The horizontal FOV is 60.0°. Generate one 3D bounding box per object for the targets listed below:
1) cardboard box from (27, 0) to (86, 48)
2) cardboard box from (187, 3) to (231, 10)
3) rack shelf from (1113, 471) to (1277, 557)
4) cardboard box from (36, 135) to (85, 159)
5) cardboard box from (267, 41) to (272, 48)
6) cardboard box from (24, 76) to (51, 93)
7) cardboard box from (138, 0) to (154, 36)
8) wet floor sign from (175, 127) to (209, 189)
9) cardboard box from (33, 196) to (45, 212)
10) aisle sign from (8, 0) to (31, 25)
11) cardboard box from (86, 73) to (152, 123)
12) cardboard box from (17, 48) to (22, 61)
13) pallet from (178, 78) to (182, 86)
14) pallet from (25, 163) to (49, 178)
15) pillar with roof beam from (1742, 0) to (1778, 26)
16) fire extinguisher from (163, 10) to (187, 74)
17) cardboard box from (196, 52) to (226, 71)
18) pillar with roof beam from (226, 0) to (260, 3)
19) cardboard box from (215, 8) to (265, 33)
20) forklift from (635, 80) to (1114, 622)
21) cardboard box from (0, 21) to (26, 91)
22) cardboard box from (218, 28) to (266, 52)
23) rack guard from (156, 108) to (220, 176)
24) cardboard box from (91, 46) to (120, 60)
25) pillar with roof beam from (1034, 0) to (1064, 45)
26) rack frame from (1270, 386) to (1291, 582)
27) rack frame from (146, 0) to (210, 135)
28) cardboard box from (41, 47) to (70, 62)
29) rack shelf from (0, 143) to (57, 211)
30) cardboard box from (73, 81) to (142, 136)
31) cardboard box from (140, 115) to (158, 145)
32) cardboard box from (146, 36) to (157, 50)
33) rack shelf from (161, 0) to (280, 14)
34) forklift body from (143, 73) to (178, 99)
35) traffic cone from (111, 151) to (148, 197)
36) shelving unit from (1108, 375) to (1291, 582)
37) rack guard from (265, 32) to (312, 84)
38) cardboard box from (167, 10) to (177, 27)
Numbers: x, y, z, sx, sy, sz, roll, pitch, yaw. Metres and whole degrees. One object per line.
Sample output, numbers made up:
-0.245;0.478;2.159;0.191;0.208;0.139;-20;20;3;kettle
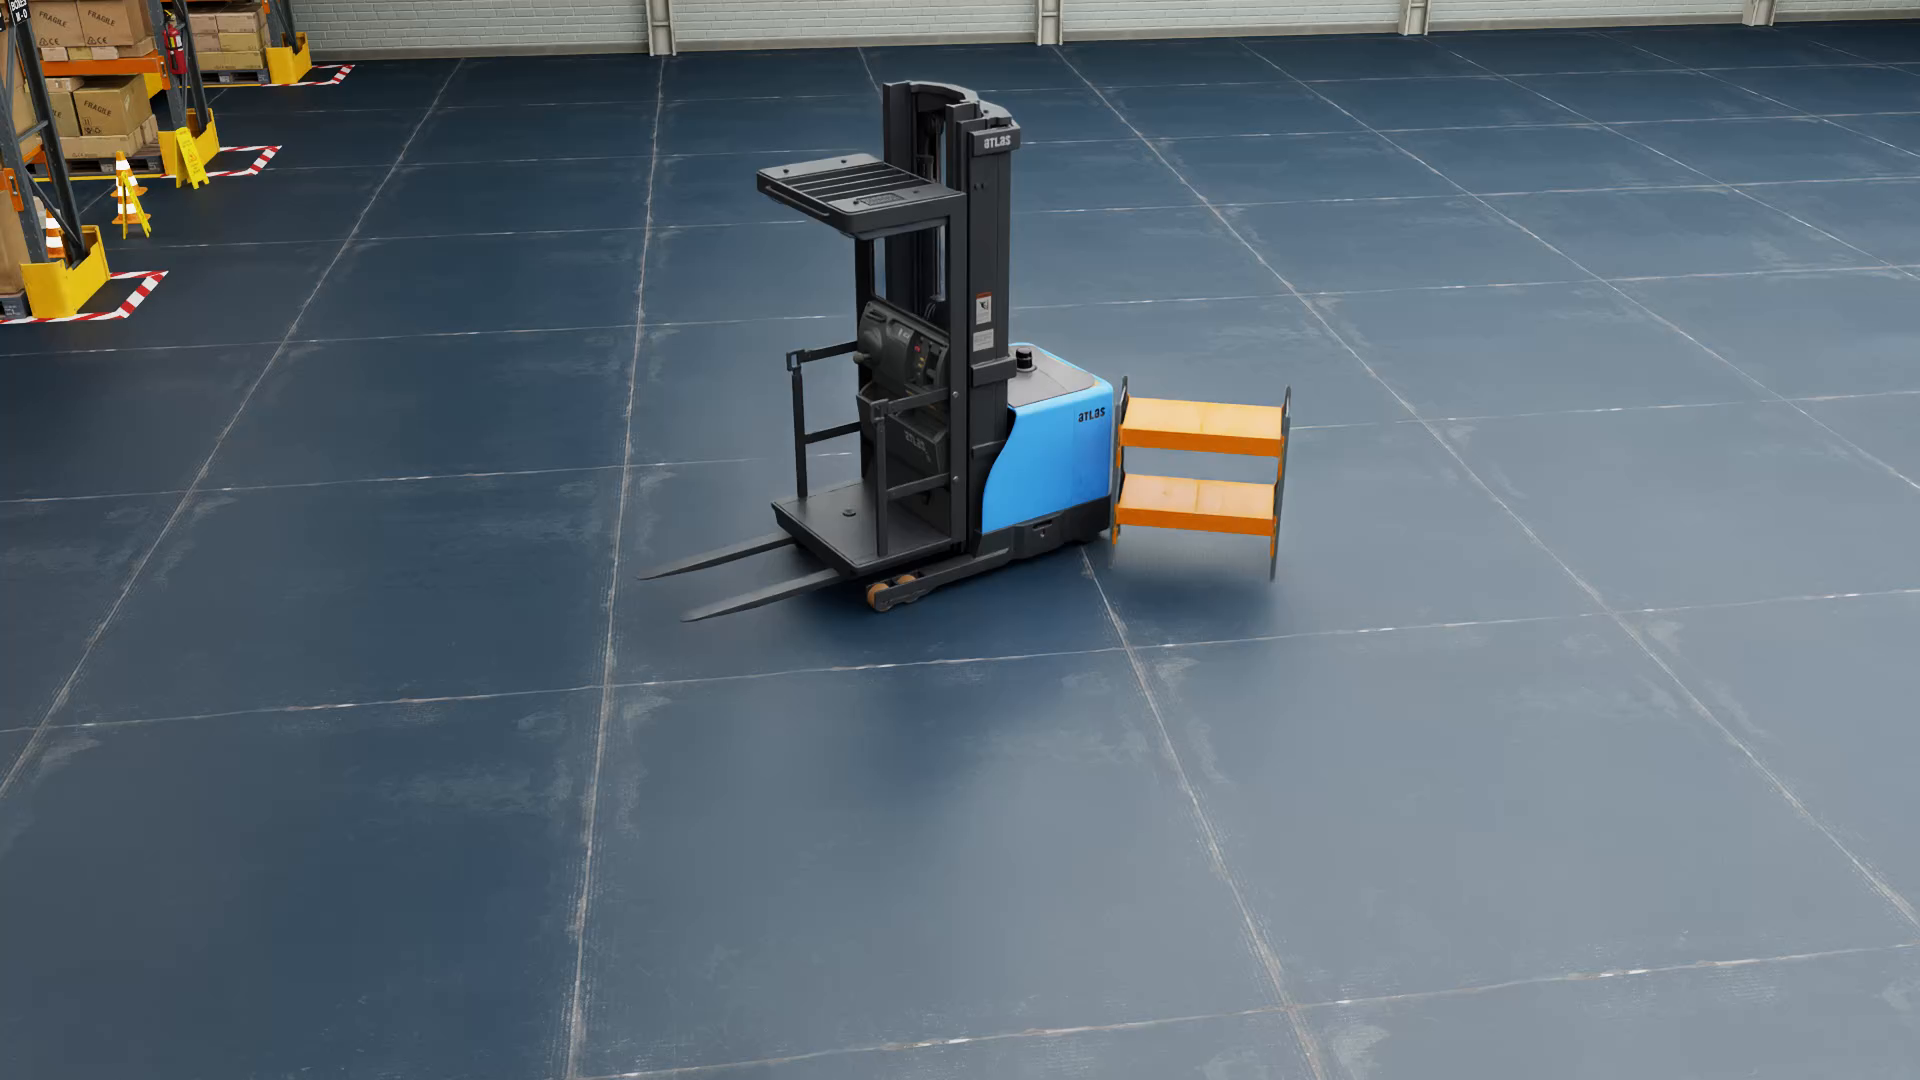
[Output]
-9.975;-5.789;18.514;0.500;0.500;0.500;-4;27;-7;cardboard box
-10.672;-7.475;23.691;0.500;0.250;0.500;-4;27;-7;cardboard box
1.505;-0.173;10.594;1.000;0.278;0.538;5;28;9;rack shelf
-10.257;-4.562;19.110;0.500;0.250;0.500;-4;27;-7;cardboard box
-10.189;-7.066;23.989;0.500;0.250;0.500;-4;27;-7;cardboard box
-10.340;-5.150;18.724;0.250;0.149;0.380;-3;27;-6;cardboard box
-9.488;-6.073;19.068;0.500;0.500;0.500;-4;27;-8;cardboard box
-8.643;-4.282;18.591;0.232;0.644;0.267;6;28;11;wet floor sign
-9.996;-3.536;17.682;0.250;0.149;0.380;10;29;19;cardboard box
-8.162;-4.867;14.304;0.004;0.787;0.394;-4;27;-7;aisle sign
-9.841;-5.170;19.474;0.500;0.500;0.500;-5;28;-9;cardboard box
-10.577;-5.456;18.575;0.250;0.149;0.380;-4;27;-8;cardboard box
-11.632;-6.661;23.702;1.213;0.211;1.003;-4;27;-7;pallet
-11.070;-4.444;19.382;1.213;0.211;1.003;-4;27;-7;pallet
13.876;-10.658;21.866;0.400;9.000;9.100;-4;27;-7;pillar with roof beam
-8.802;-5.566;18.599;0.183;0.674;0.296;-4;27;-7;fire extinguisher
-10.590;-6.808;23.488;0.500;0.250;0.500;-4;27;-7;cardboard box
-9.890;-9.131;18.891;0.400;9.000;9.100;-4;27;-7;pillar with roof beam
-10.088;-7.283;23.318;0.500;0.250;0.500;-3;27;-5;cardboard box
-0.520;-1.146;9.975;3.031;2.935;1.130;-17;32;-30;forklift
-8.563;-4.111;14.332;0.550;0.550;0.875;-4;27;-7;cardboard box
-10.114;-7.059;23.428;0.500;0.250;0.500;-4;27;-8;cardboard box
-9.055;-4.684;19.534;0.348;0.500;1.175;-4;27;-7;rack guard
-9.556;-5.503;18.666;0.250;0.149;0.380;-4;27;-8;cardboard box
1.993;-9.894;20.379;0.400;9.000;9.100;-4;27;-7;pillar with roof beam
2.005;-0.349;10.401;0.032;1.125;0.500;5;28;9;rack frame
-8.980;-5.801;18.973;0.127;3.000;1.000;-4;27;-7;rack frame
-10.063;-5.466;18.595;0.250;0.149;0.380;-3;27;-6;cardboard box
-10.171;-3.123;14.541;4.000;0.370;1.077;-4;27;-7;rack shelf
-9.737;-4.930;19.005;0.500;0.500;0.500;-4;27;-7;cardboard box
-9.817;-4.839;19.649;0.500;0.250;0.500;-4;27;-8;cardboard box
-9.345;-5.762;19.171;0.250;0.149;0.380;-4;27;-7;cardboard box
-11.656;-7.598;23.262;4.000;0.370;1.077;-4;27;-7;rack shelf
-11.299;-6.722;21.697;1.214;2.155;2.313;-4;27;-7;forklift body
-9.226;-4.062;18.362;0.334;0.463;0.336;-4;27;-7;traffic cone
1.505;-0.391;10.482;1.048;1.125;0.538;5;28;9;shelving unit
-9.651;-6.934;23.919;0.348;0.500;1.175;-4;27;-7;rack guard
-11.091;-7.211;23.178;0.500;0.250;0.500;-3;27;-6;cardboard box
